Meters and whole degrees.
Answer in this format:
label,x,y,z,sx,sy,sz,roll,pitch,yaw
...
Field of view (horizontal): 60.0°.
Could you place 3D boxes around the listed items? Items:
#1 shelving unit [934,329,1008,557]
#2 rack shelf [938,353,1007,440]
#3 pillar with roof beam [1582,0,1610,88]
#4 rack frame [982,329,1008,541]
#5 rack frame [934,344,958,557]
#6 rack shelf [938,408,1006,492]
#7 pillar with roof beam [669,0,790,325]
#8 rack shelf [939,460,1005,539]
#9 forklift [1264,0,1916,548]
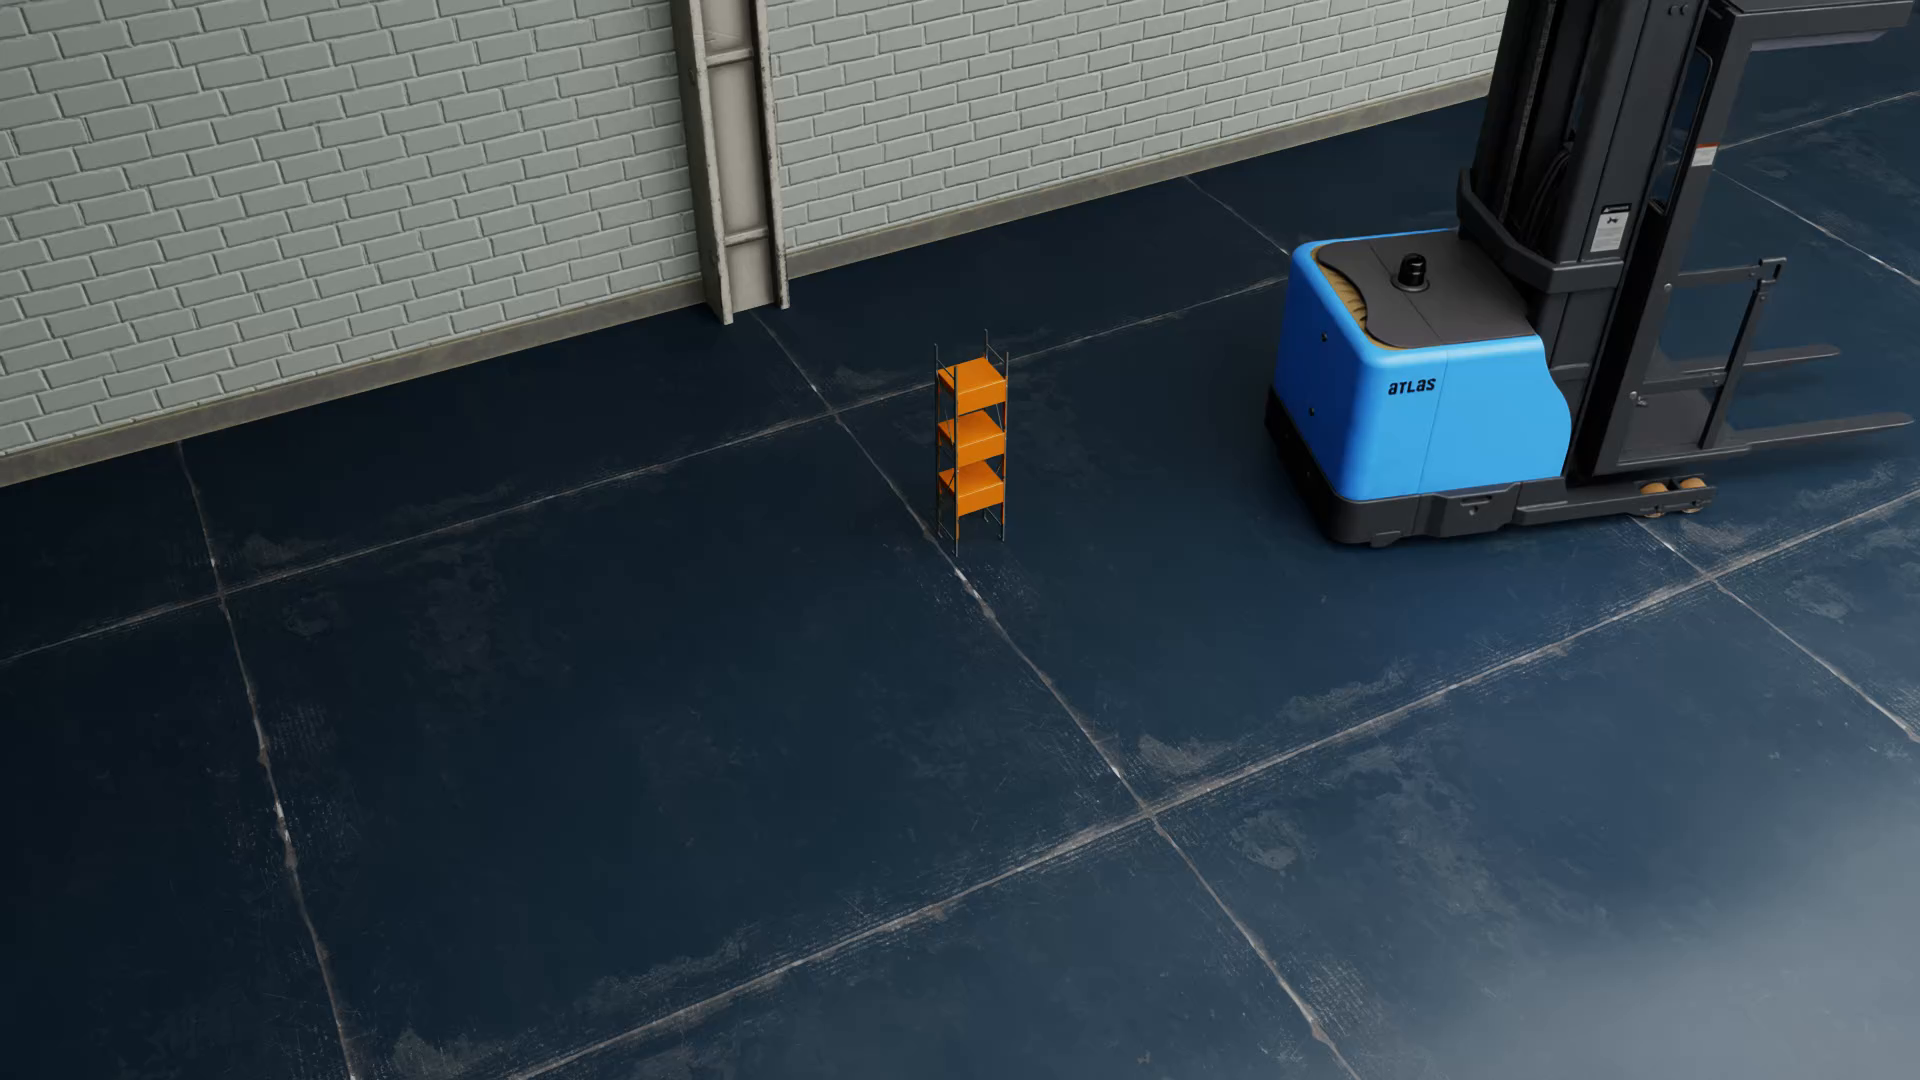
label,x,y,z,sx,sy,sz,roll,pitch,yaw
shelving unit,0.047,-0.417,7.419,0.252,1.050,0.215,-19,44,-21
rack shelf,0.047,-0.625,7.242,0.240,0.259,0.215,-19,44,-21
pillar with roof beam,6.118,-4.087,5.602,0.400,9.000,9.100,-19,44,-21
rack frame,0.156,-0.453,7.462,0.008,1.050,0.200,-19,44,-21
rack frame,-0.061,-0.380,7.376,0.008,1.050,0.200,-19,44,-21
rack shelf,0.047,-0.409,7.425,0.240,0.259,0.215,-19,44,-21
pillar with roof beam,0.796,-2.296,3.486,0.400,9.000,9.100,-19,44,-21
rack shelf,0.047,-0.196,7.605,0.240,0.259,0.215,-19,44,-21
forklift,3.092,-1.553,7.305,3.031,2.935,1.130,-7,41,-8
